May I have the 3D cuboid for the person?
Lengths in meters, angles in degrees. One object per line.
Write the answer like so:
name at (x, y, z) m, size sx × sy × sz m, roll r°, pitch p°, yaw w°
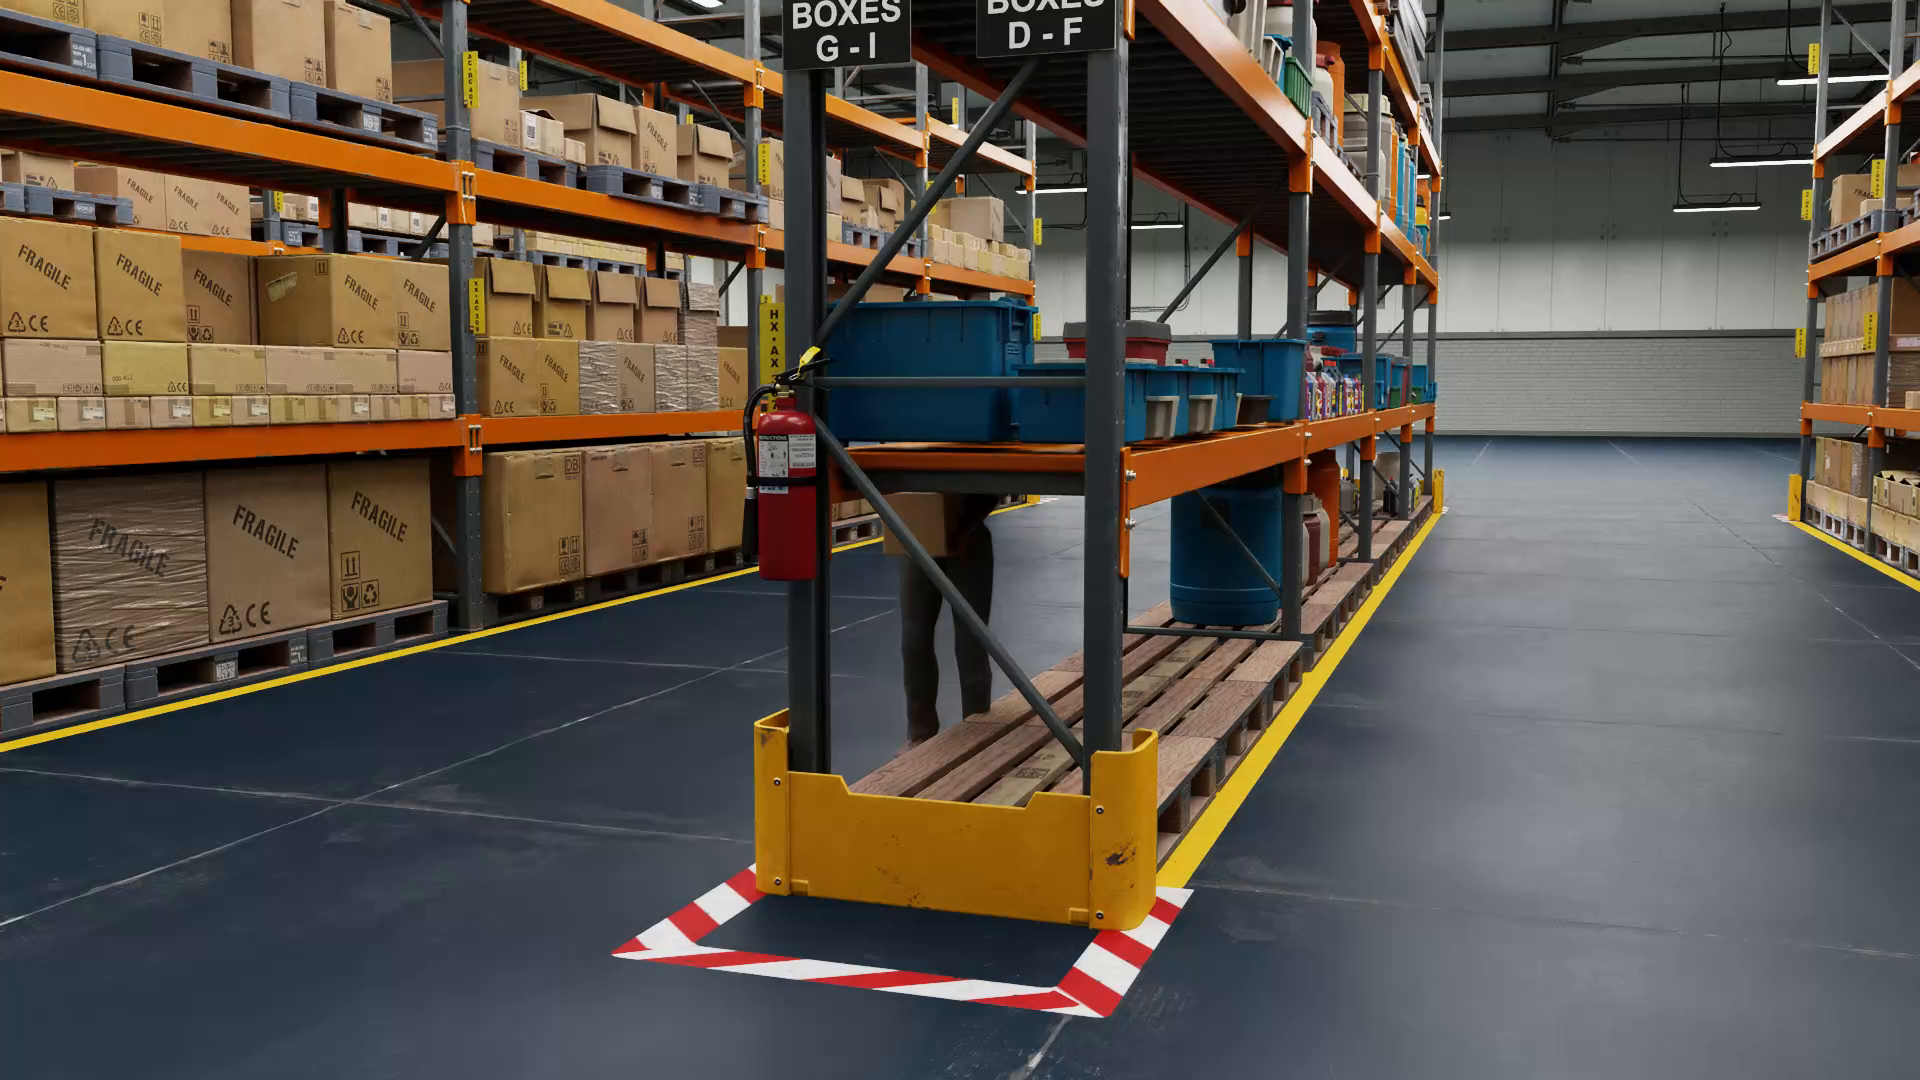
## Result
person at (-0.074, 0.074, 6.523) m, size 0.449 × 1.646 × 0.519 m, roll 2°, pitch 6°, yaw 18°
